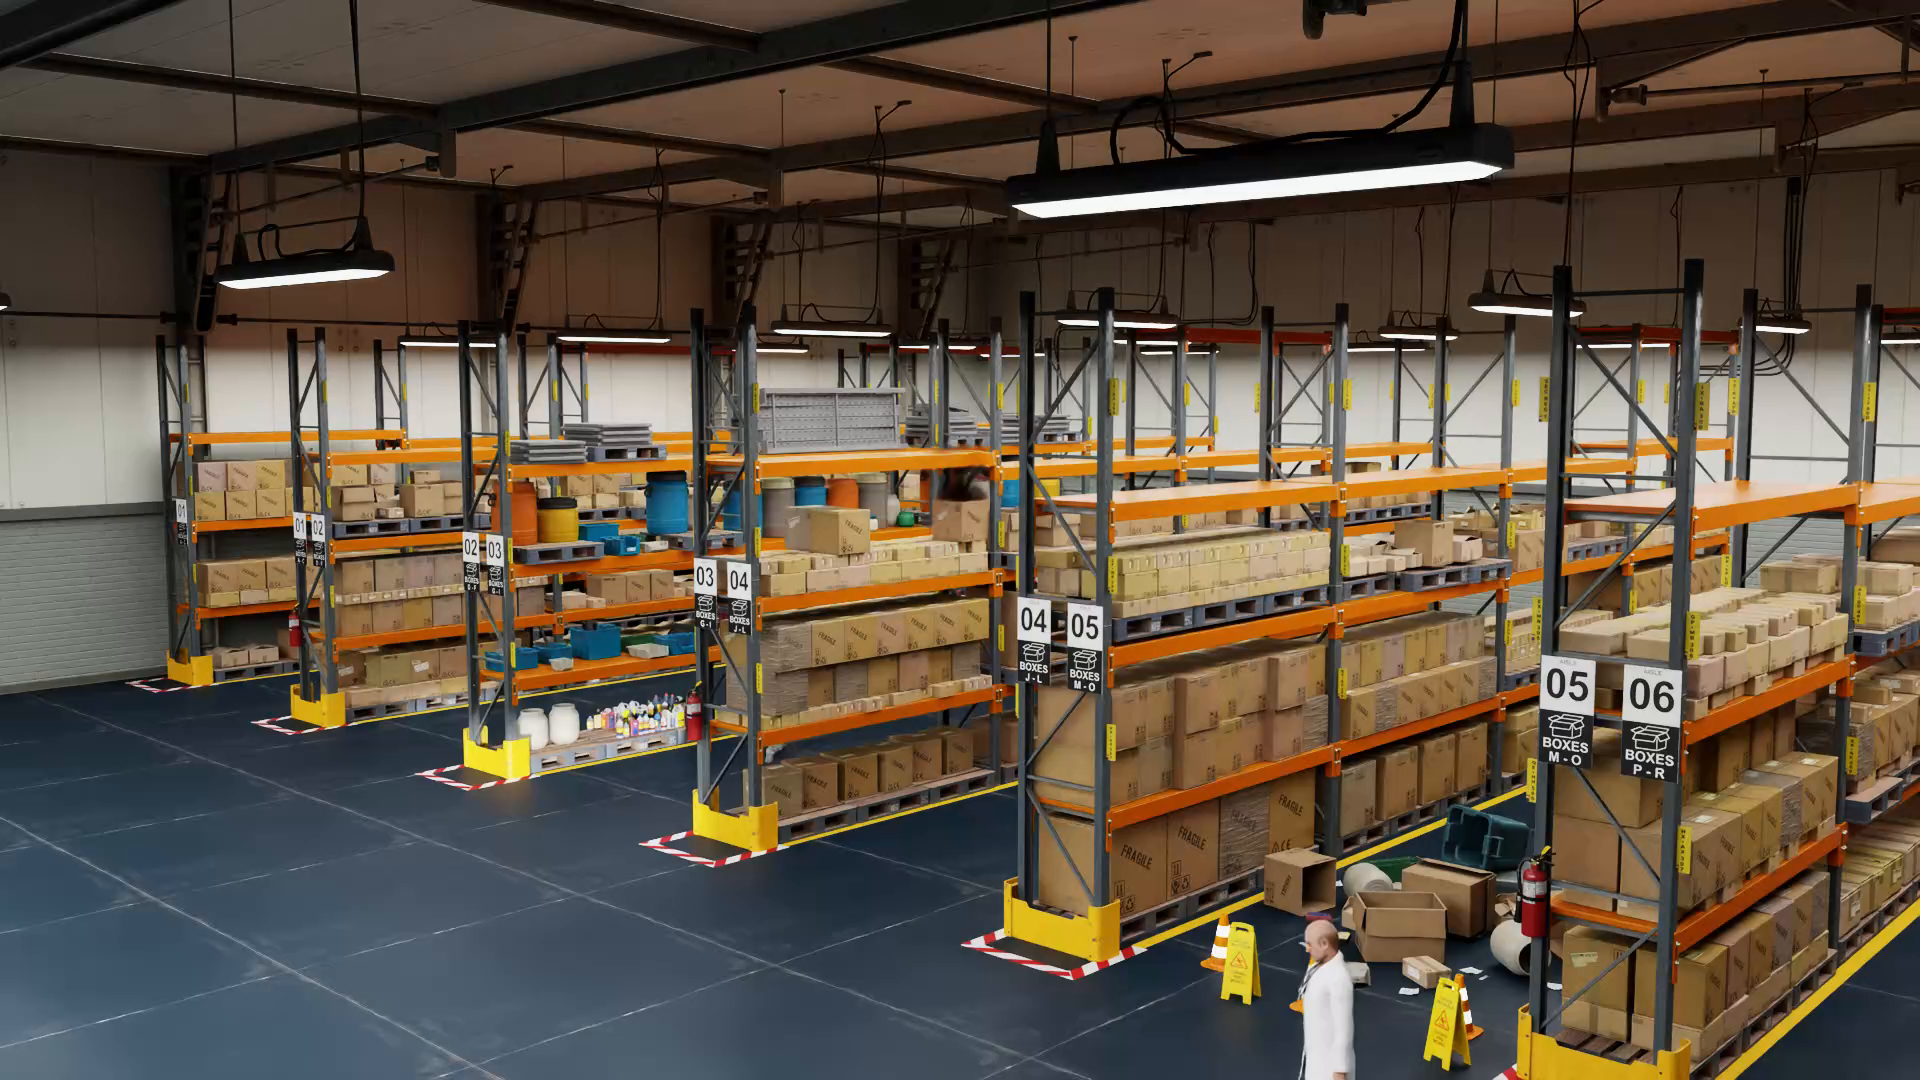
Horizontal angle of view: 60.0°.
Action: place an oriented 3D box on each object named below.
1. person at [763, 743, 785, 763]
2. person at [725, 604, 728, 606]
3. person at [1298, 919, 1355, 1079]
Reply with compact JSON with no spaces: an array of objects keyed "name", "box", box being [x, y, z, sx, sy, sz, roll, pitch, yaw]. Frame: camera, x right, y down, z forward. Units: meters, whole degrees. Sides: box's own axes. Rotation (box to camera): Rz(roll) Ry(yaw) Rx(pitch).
[{"name":"person","box":[-2.625,2.199,22.986,0.493,1.593,1.010,2,6,21]},{"name":"person","box":[-4.579,1.089,33.888,0.651,1.730,1.060,5,7,40]},{"name":"person","box":[2.286,3.286,10.547,0.420,1.777,0.638,1,5,6]}]
